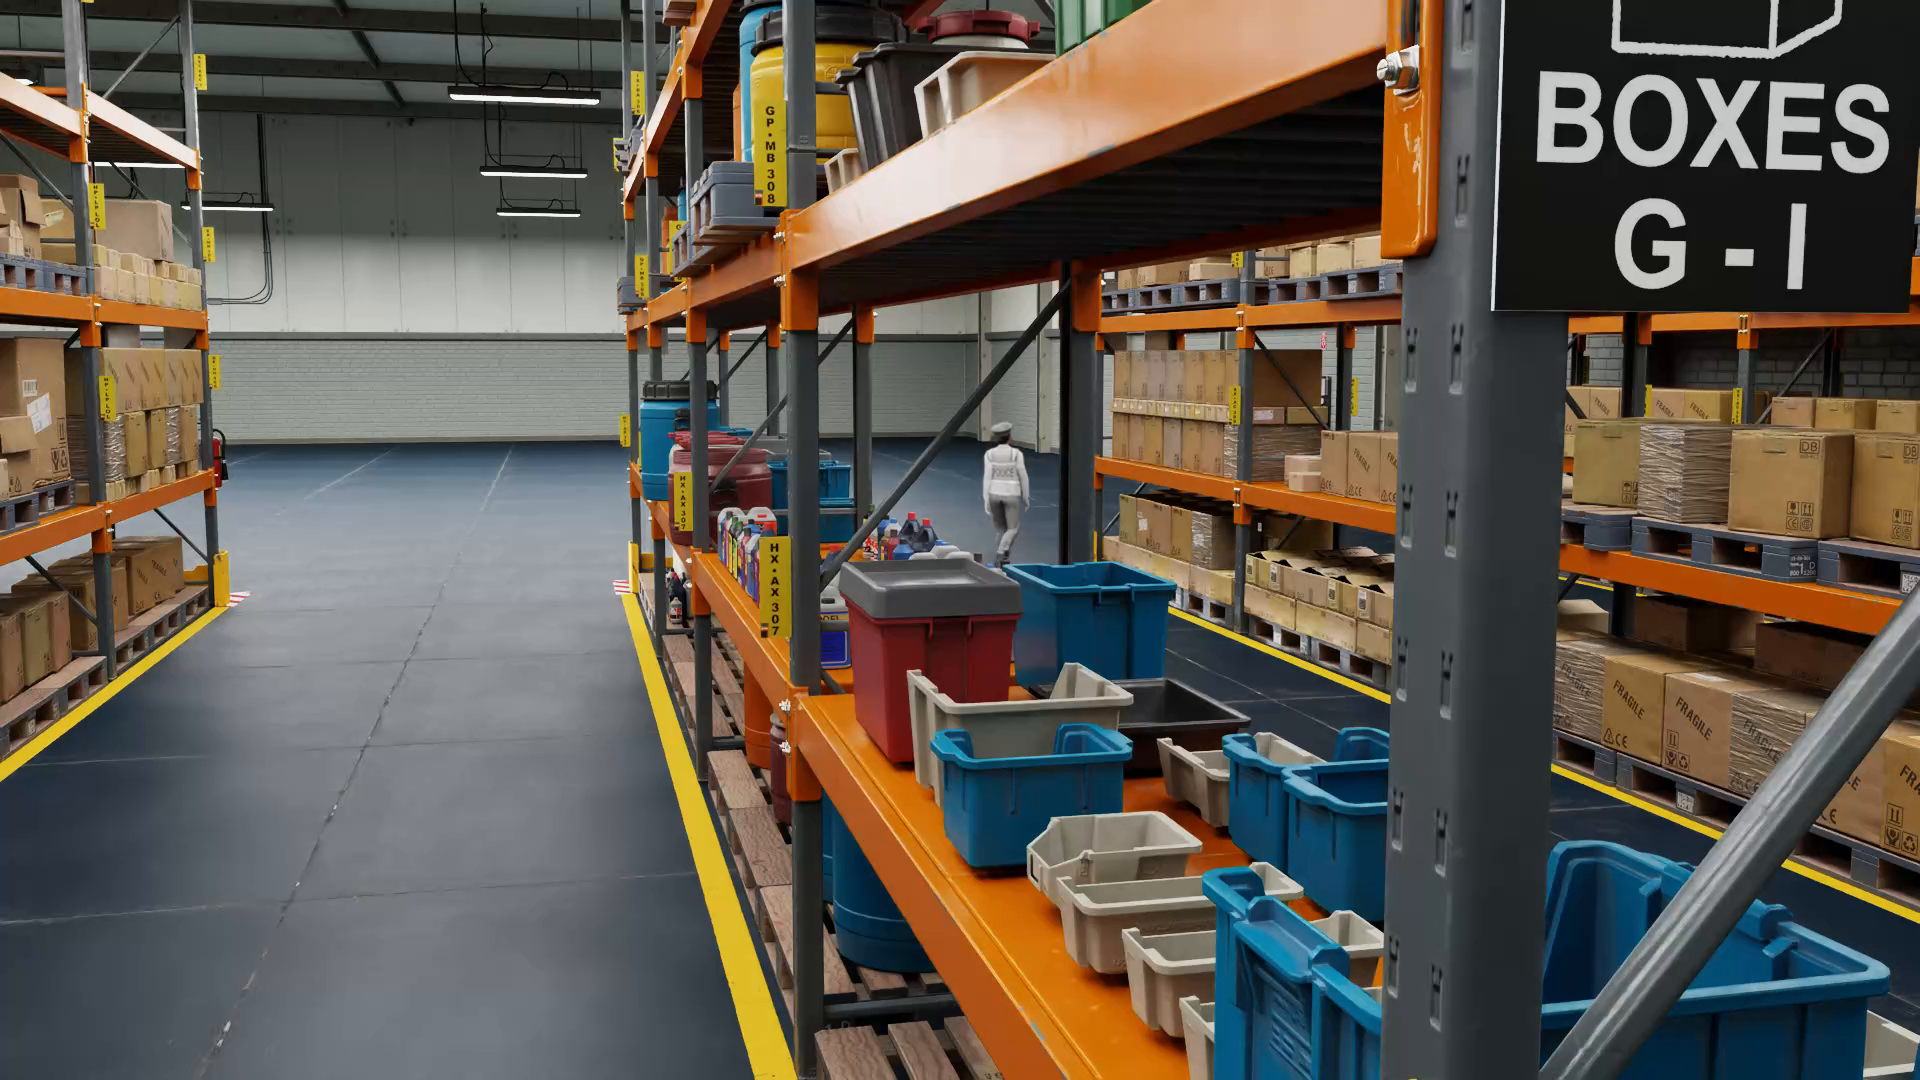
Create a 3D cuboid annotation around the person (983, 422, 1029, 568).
[{"bbox_3d":[0.505,-0.475,18.341,0.497,1.649,0.844,2,6,14],"label":"person"}]
